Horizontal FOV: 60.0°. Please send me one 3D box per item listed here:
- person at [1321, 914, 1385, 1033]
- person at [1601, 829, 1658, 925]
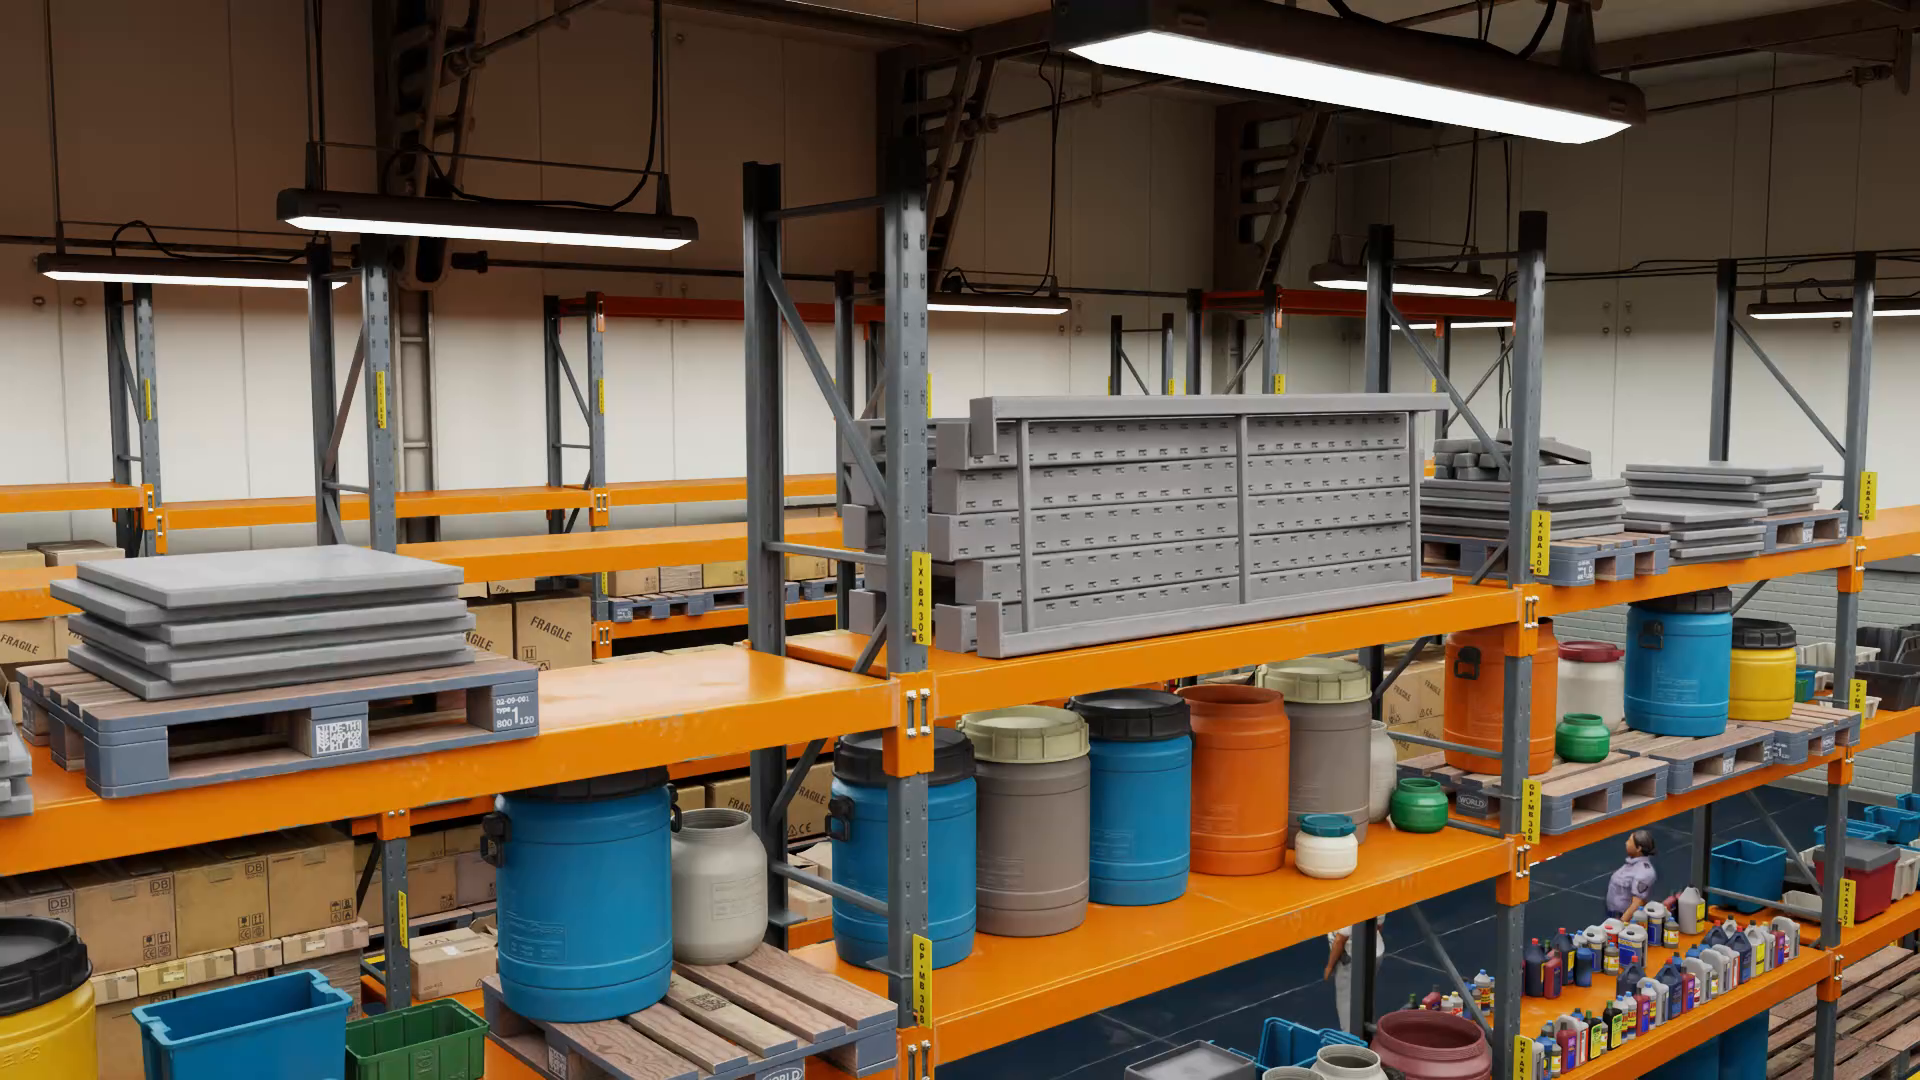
[{"bbox_3d":[2.933,3.148,12.432,0.459,1.653,0.538,3,6,32],"label":"person"},{"bbox_3d":[5.372,3.095,13.291,0.964,1.595,0.454,-3,6,-27],"label":"person"}]
